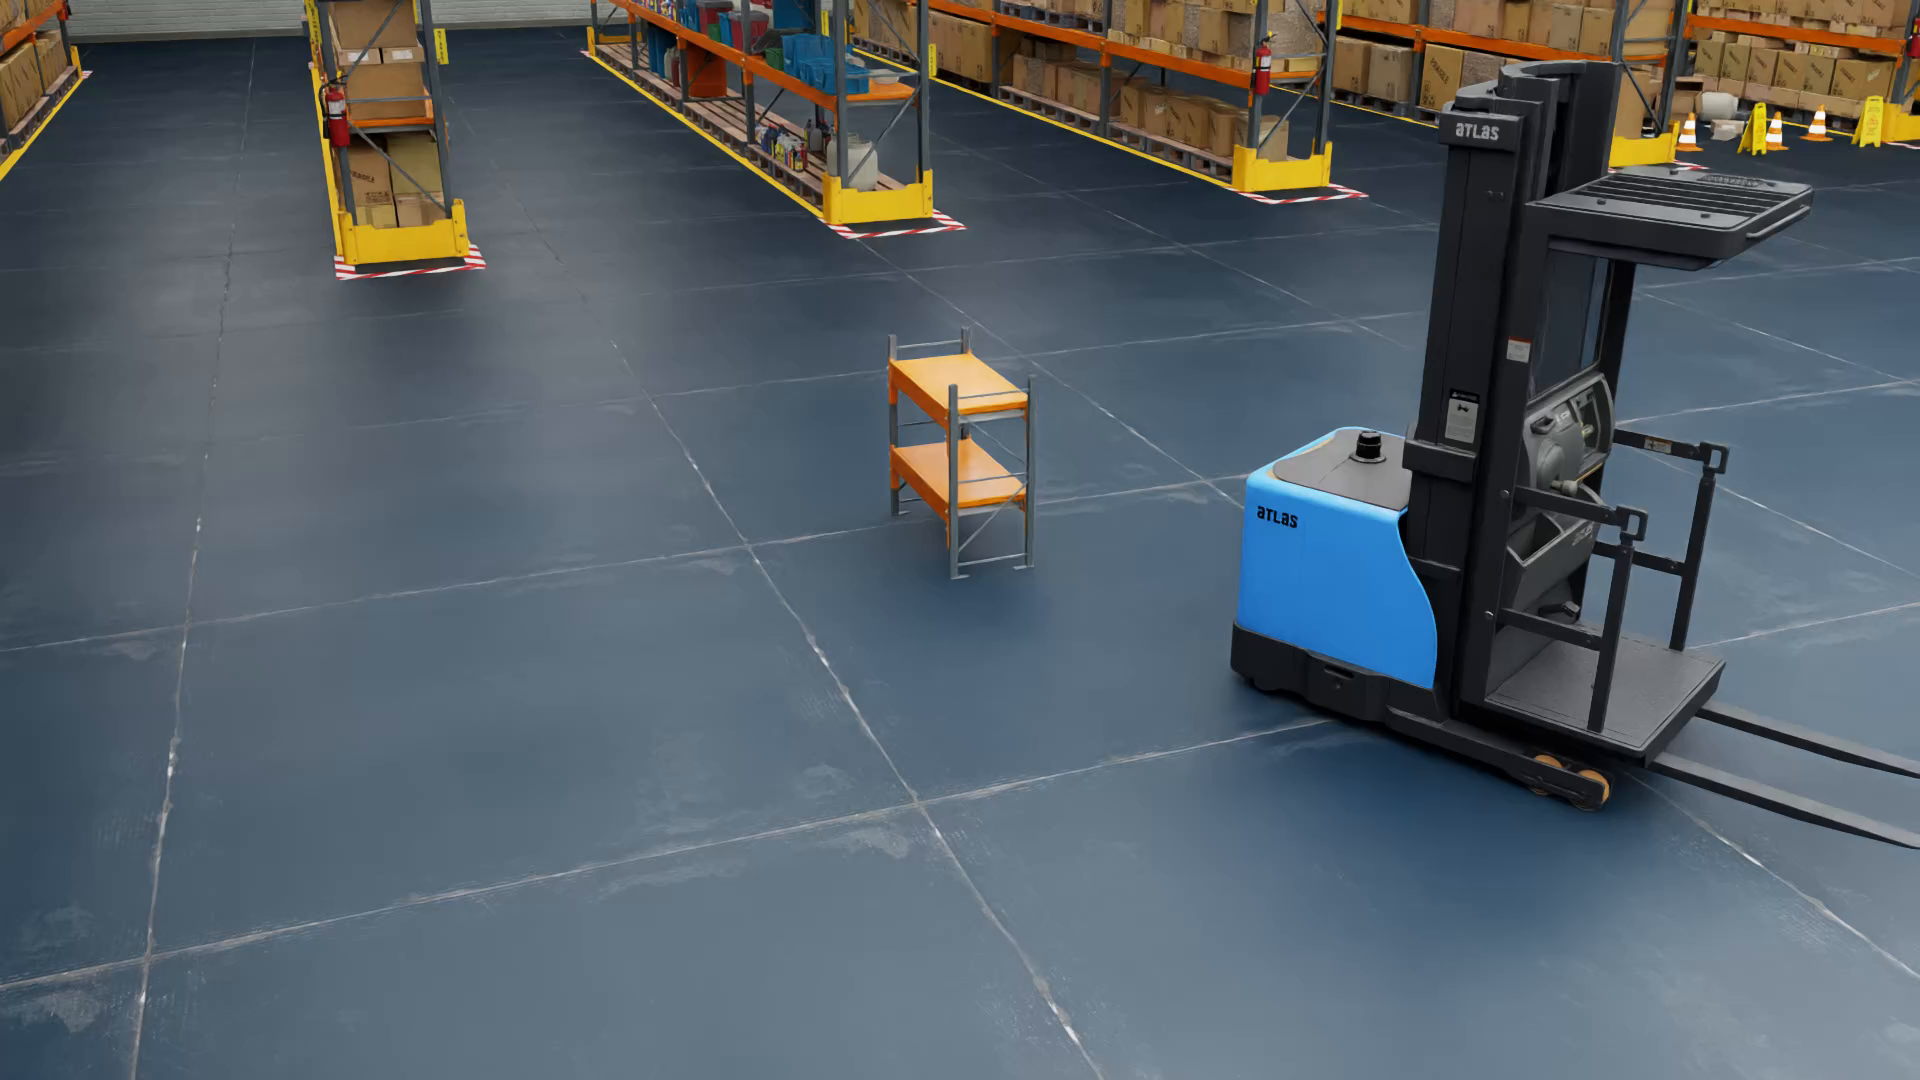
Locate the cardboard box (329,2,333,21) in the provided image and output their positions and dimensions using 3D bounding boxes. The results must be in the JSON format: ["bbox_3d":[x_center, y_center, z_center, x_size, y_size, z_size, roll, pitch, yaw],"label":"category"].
[{"bbox_3d":[-6.522,-5.935,18.169,0.700,0.500,0.500,-8,24,-19],"label":"cardboard box"}]

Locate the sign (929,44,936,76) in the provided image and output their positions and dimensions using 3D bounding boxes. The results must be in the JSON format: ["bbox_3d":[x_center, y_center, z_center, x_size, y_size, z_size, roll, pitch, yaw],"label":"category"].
[{"bbox_3d":[-0.300,-5.061,17.539,0.100,0.325,0.005,-8,24,-19],"label":"sign"}]

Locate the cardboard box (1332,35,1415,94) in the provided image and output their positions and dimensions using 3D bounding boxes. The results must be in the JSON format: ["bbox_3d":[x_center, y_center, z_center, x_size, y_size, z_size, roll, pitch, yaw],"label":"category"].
[{"bbox_3d":[6.440,-7.357,25.699,1.050,0.750,0.750,-8,24,-19],"label":"cardboard box"}]

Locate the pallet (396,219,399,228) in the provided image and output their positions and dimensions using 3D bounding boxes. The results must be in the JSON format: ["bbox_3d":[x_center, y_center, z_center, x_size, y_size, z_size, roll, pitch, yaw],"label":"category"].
[{"bbox_3d":[-5.760,-3.168,16.995,1.003,0.211,1.213,-8,24,-19],"label":"pallet"}]

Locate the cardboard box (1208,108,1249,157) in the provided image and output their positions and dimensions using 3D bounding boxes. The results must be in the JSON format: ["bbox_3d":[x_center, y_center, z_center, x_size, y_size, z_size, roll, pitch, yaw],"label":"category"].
[{"bbox_3d":[3.370,-5.022,20.481,0.500,0.500,0.500,-2,23,-5],"label":"cardboard box"}]

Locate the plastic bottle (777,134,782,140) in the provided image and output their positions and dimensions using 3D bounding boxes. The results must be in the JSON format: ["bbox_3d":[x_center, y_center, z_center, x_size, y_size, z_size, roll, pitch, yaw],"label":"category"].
[{"bbox_3d":[-2.178,-4.791,20.202,0.097,0.271,0.097,0,23,0],"label":"plastic bottle"}]

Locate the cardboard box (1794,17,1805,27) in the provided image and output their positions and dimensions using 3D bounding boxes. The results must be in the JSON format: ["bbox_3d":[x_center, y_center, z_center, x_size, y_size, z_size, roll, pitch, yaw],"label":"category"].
[{"bbox_3d":[12.235,-7.447,23.881,0.380,0.149,0.250,-8,24,-19],"label":"cardboard box"}]

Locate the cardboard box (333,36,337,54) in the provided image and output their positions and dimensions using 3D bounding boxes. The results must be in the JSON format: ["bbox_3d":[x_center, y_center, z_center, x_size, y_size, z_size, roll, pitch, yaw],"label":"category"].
[{"bbox_3d":[-6.129,-5.014,16.819,0.380,0.149,0.250,-8,24,-17],"label":"cardboard box"}]

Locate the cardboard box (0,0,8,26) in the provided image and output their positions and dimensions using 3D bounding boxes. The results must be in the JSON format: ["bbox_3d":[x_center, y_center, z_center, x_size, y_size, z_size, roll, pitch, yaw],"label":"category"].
[{"bbox_3d":[-13.193,-7.183,22.392,0.500,0.500,0.500,-8,24,-19],"label":"cardboard box"}]

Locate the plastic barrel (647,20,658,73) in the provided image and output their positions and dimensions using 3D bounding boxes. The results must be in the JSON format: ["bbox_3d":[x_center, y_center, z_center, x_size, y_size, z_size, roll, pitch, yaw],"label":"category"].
[{"bbox_3d":[-4.879,-8.246,27.613,0.600,0.901,0.708,-8,24,-19],"label":"plastic barrel"}]

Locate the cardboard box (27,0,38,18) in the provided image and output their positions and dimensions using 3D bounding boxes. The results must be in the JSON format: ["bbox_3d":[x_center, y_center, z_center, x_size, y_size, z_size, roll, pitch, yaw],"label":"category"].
[{"bbox_3d":[-14.500,-8.198,24.952,0.980,0.700,0.700,-8,24,-18],"label":"cardboard box"}]

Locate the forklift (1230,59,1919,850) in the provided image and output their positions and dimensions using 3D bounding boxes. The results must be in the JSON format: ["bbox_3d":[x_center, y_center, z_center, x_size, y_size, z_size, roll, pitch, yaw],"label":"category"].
[{"bbox_3d":[2.767,-0.438,7.015,3.031,2.935,1.130,18,29,37],"label":"forklift"}]

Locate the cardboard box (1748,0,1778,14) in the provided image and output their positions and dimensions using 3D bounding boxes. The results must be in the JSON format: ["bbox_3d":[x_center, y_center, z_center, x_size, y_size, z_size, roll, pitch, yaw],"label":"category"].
[{"bbox_3d":[11.935,-7.974,24.294,0.500,0.500,0.500,-9,24,-19],"label":"cardboard box"}]

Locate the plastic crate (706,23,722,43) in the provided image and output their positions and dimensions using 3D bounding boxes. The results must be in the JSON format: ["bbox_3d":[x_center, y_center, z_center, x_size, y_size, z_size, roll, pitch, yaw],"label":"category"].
[{"bbox_3d":[-3.108,-6.809,22.316,0.450,0.188,0.662,-8,24,-19],"label":"plastic crate"}]

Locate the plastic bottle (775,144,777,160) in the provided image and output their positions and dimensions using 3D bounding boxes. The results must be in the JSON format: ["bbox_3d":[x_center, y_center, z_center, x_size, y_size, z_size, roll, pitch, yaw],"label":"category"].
[{"bbox_3d":[-2.187,-4.701,20.078,0.097,0.201,0.097,0,23,0],"label":"plastic bottle"}]

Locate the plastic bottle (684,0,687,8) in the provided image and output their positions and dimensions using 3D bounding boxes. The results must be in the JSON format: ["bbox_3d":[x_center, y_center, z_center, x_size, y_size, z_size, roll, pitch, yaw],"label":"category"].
[{"bbox_3d":[-4.369,-8.673,26.630,0.097,0.271,0.097,0,23,0],"label":"plastic bottle"}]

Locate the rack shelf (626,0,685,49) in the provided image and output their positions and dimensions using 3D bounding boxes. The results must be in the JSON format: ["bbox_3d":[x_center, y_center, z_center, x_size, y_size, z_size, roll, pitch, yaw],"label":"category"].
[{"bbox_3d":[-4.348,-8.161,26.178,1.077,0.370,4.000,-8,24,-19],"label":"rack shelf"}]

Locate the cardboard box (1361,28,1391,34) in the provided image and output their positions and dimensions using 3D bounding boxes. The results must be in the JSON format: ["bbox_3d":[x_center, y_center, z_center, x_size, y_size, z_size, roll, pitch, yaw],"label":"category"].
[{"bbox_3d":[8.728,-10.514,33.593,0.875,0.438,0.875,-9,24,-20],"label":"cardboard box"}]

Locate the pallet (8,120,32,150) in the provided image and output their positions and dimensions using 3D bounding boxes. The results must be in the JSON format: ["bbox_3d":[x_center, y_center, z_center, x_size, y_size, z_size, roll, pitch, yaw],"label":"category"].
[{"bbox_3d":[-13.118,-5.419,22.334,1.003,0.211,1.213,-8,24,-19],"label":"pallet"}]

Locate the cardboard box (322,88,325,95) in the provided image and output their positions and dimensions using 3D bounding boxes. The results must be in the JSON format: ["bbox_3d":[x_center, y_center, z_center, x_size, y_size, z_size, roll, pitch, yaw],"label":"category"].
[{"bbox_3d":[-8.174,-5.852,22.051,0.500,0.311,0.500,-9,24,-20],"label":"cardboard box"}]

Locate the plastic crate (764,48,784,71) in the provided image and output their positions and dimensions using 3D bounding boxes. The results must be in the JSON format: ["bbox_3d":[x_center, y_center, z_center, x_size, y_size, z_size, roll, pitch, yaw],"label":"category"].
[{"bbox_3d":[-2.013,-5.683,19.644,0.450,0.188,0.662,-8,24,-19],"label":"plastic crate"}]

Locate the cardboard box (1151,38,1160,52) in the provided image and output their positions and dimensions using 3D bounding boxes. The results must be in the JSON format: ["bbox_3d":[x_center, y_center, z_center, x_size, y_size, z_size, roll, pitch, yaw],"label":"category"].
[{"bbox_3d":[2.664,-6.306,21.174,0.380,0.149,0.250,-8,24,-19],"label":"cardboard box"}]

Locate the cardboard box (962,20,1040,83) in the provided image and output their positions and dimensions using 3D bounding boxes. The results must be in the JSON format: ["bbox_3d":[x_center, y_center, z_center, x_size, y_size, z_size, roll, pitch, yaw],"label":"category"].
[{"bbox_3d":[0.767,-7.914,26.859,1.225,0.875,0.875,-10,25,-21],"label":"cardboard box"}]

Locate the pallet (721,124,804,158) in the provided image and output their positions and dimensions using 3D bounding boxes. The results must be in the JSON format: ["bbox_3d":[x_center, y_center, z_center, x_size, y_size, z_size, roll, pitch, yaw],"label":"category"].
[{"bbox_3d":[-2.543,-5.308,22.071,1.003,0.211,1.213,-8,24,-19],"label":"pallet"}]

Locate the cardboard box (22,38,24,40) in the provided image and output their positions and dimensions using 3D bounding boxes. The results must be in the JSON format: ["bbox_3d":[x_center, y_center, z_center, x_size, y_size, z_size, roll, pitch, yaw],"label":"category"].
[{"bbox_3d":[-15.088,-7.879,26.424,0.380,0.149,0.250,-9,24,-20],"label":"cardboard box"}]

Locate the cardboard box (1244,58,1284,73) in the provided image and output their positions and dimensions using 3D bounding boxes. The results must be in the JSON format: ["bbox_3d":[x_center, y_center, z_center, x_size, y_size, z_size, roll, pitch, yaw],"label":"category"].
[{"bbox_3d":[3.524,-5.498,19.257,0.380,0.149,0.250,-8,24,-19],"label":"cardboard box"}]

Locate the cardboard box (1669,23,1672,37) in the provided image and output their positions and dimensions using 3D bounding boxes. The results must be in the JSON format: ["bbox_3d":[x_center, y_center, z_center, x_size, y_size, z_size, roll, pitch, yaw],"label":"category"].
[{"bbox_3d":[14.200,-10.027,32.355,0.500,0.500,0.500,-7,24,-17],"label":"cardboard box"}]

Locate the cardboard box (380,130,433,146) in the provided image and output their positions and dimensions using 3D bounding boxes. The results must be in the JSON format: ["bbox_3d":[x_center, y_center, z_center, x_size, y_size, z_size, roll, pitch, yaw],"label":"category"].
[{"bbox_3d":[-5.800,-4.040,17.507,0.500,0.500,0.500,-8,24,-19],"label":"cardboard box"}]

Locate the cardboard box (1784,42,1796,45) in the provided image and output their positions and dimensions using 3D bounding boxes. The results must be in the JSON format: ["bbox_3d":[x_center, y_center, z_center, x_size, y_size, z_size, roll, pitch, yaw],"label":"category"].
[{"bbox_3d":[12.317,-7.261,25.150,0.500,0.500,0.500,-8,24,-18],"label":"cardboard box"}]

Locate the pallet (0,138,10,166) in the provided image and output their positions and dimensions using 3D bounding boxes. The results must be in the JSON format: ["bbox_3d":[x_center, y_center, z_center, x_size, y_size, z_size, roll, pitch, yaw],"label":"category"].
[{"bbox_3d":[-12.636,-4.838,20.956,1.003,0.211,1.213,-8,24,-19],"label":"pallet"}]

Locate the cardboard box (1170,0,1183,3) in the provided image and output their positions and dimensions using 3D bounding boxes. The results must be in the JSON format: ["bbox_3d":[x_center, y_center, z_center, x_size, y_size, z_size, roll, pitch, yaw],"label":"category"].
[{"bbox_3d":[2.867,-6.894,20.446,0.500,0.500,0.500,-8,24,-19],"label":"cardboard box"}]

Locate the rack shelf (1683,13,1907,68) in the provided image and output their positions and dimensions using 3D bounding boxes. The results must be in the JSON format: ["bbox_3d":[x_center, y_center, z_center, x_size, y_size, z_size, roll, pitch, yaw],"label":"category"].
[{"bbox_3d":[12.382,-7.294,24.119,1.077,0.370,4.000,-8,24,-19],"label":"rack shelf"}]

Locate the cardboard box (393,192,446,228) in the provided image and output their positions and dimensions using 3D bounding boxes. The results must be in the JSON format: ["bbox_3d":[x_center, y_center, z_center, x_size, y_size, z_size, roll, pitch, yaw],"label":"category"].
[{"bbox_3d":[-5.432,-3.333,16.795,0.500,0.250,0.500,-8,24,-19],"label":"cardboard box"}]

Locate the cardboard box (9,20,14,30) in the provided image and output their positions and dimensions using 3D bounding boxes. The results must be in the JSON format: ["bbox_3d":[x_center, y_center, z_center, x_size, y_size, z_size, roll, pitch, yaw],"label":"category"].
[{"bbox_3d":[-13.606,-7.295,23.494,0.380,0.149,0.250,-8,24,-19],"label":"cardboard box"}]

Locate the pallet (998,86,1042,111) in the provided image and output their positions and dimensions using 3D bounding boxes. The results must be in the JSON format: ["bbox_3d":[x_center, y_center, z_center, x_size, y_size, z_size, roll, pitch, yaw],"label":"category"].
[{"bbox_3d":[1.266,-6.877,25.794,1.003,0.211,1.213,-8,24,-19],"label":"pallet"}]

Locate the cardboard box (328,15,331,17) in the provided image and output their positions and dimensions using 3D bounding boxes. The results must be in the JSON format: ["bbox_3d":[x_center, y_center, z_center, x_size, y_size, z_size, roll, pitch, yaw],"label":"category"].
[{"bbox_3d":[-6.950,-5.855,18.816,0.380,0.149,0.250,-8,24,-19],"label":"cardboard box"}]

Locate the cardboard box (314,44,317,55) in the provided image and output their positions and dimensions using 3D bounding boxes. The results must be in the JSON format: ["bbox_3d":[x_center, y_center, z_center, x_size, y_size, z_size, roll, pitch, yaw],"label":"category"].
[{"bbox_3d":[-11.000,-8.512,29.058,0.500,0.250,0.500,-8,24,-19],"label":"cardboard box"}]

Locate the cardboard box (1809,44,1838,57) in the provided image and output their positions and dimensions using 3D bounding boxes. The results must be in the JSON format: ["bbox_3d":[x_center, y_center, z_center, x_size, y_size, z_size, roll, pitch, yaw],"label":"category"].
[{"bbox_3d":[12.284,-6.941,23.554,0.380,0.149,0.250,-8,24,-18],"label":"cardboard box"}]

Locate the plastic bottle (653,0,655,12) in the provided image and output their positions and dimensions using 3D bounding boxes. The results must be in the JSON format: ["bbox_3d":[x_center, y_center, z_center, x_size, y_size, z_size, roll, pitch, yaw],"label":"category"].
[{"bbox_3d":[-4.717,-8.426,25.944,0.144,0.351,0.185,-8,24,-19],"label":"plastic bottle"}]

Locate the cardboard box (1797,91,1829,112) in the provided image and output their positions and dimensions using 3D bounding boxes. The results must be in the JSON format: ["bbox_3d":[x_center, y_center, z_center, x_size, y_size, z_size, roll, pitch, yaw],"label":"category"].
[{"bbox_3d":[12.376,-6.271,23.766,0.500,0.250,0.500,-8,24,-19],"label":"cardboard box"}]

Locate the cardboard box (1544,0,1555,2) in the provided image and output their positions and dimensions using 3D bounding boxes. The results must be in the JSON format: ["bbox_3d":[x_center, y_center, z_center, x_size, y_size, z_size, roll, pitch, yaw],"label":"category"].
[{"bbox_3d":[8.048,-7.299,21.622,0.875,0.550,0.550,-8,24,-19],"label":"cardboard box"}]

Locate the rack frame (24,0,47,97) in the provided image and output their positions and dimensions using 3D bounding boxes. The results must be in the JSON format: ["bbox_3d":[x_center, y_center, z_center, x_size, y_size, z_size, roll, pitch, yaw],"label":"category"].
[{"bbox_3d":[-14.323,-7.860,24.537,1.000,3.000,0.127,-8,24,-19],"label":"rack frame"}]

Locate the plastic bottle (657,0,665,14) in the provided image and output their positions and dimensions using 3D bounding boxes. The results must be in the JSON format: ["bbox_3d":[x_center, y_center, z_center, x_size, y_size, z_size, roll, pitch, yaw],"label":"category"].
[{"bbox_3d":[-4.605,-8.311,25.669,0.144,0.351,0.185,-8,24,-19],"label":"plastic bottle"}]

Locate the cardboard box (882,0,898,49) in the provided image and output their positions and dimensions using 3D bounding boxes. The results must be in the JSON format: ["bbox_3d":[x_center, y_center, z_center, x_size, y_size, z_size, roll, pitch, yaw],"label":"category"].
[{"bbox_3d":[-0.898,-9.691,31.076,0.875,0.875,0.875,-8,24,-19],"label":"cardboard box"}]

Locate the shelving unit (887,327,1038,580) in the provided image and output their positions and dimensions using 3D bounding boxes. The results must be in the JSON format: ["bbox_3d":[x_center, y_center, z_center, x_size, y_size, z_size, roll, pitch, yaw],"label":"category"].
[{"bbox_3d":[-0.002,-0.521,9.537,0.538,1.125,1.048,-8,24,-19],"label":"shelving unit"}]

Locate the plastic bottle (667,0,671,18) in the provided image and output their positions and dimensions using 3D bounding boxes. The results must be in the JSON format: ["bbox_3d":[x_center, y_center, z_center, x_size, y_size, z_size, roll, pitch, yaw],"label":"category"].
[{"bbox_3d":[-4.358,-7.994,25.021,0.097,0.271,0.097,0,23,0],"label":"plastic bottle"}]

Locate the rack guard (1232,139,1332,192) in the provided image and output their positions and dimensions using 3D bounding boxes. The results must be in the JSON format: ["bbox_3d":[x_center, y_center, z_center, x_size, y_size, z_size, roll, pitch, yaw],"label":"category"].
[{"bbox_3d":[3.791,-4.415,19.580,1.175,0.500,0.348,-8,24,-19],"label":"rack guard"}]

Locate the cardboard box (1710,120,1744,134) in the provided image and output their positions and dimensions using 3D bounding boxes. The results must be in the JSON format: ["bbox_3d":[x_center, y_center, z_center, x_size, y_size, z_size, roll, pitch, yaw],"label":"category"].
[{"bbox_3d":[10.736,-5.784,23.281,0.380,0.149,0.250,4,23,9],"label":"cardboard box"}]

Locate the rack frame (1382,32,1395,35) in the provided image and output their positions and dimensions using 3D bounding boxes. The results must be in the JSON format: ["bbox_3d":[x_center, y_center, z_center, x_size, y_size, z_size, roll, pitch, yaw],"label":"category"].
[{"bbox_3d":[8.850,-11.259,32.600,1.000,3.000,0.127,-8,24,-19],"label":"rack frame"}]

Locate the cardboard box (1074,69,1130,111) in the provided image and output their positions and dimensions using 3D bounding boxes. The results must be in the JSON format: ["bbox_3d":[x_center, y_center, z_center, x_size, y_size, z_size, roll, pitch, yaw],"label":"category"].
[{"bbox_3d":[2.057,-6.445,23.831,0.700,0.500,0.500,-8,24,-19],"label":"cardboard box"}]

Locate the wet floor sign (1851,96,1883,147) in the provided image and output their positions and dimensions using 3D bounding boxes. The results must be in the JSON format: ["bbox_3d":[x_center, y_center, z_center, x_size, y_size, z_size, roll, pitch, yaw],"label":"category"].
[{"bbox_3d":[12.155,-5.598,22.201,0.267,0.644,0.232,0,23,-1],"label":"wet floor sign"}]

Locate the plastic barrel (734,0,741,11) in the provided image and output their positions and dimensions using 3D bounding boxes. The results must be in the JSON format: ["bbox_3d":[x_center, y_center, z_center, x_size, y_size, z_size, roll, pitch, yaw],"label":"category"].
[{"bbox_3d":[-2.930,-7.320,23.112,0.421,0.512,0.421,0,23,0],"label":"plastic barrel"}]
